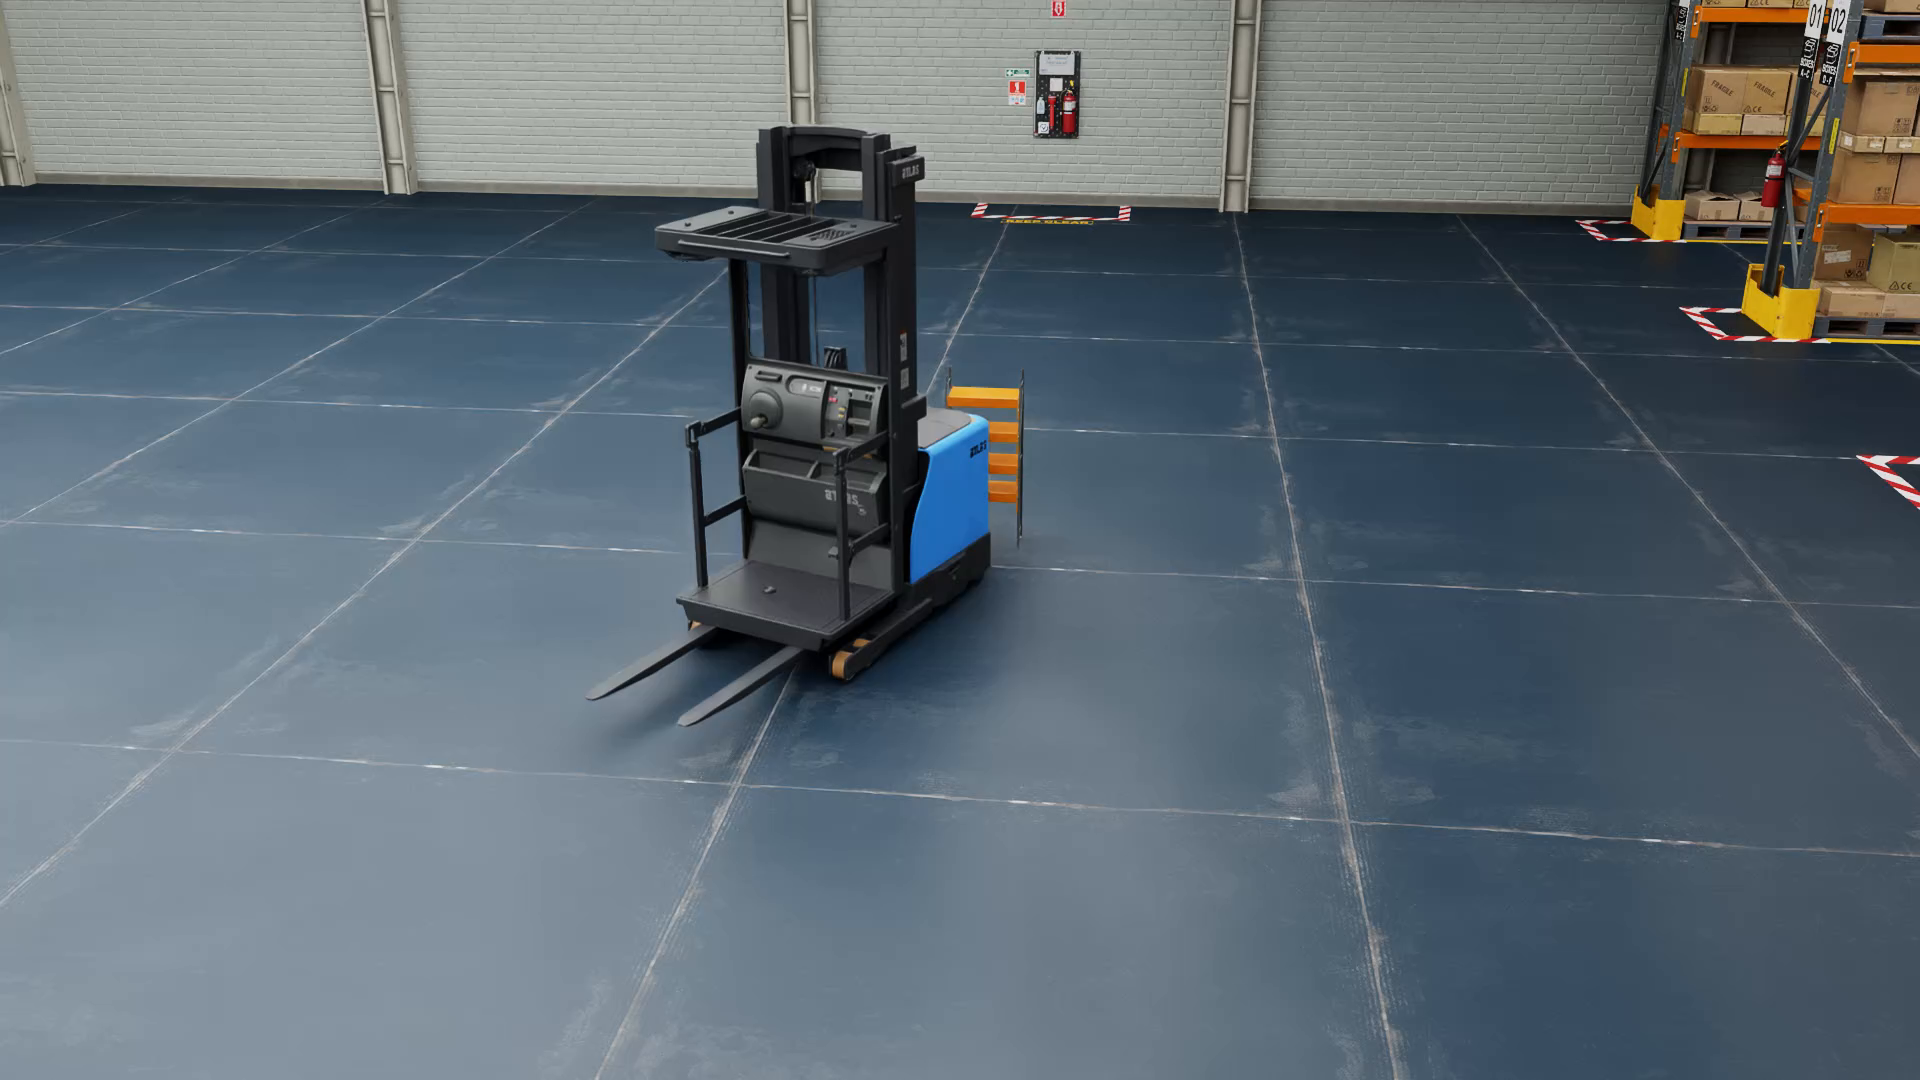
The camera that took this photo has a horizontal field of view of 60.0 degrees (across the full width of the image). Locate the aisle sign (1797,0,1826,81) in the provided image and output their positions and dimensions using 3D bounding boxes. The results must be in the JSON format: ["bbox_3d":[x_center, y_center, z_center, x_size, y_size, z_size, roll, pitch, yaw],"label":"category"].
[{"bbox_3d":[8.324,-4.913,16.250,0.004,0.787,0.394,2,22,6],"label":"aisle sign"}]

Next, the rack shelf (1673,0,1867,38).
[{"bbox_3d":[10.920,-6.376,20.387,4.000,0.370,1.077,2,22,6],"label":"rack shelf"}]

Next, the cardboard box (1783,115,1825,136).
[{"bbox_3d":[10.404,-5.163,20.597,0.500,0.250,0.500,2,22,5],"label":"cardboard box"}]

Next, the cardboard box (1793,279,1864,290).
[{"bbox_3d":[8.922,-2.595,17.092,0.500,0.250,0.500,2,22,6],"label":"cardboard box"}]

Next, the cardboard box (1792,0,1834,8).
[{"bbox_3d":[10.282,-6.690,20.039,0.500,0.500,0.500,4,22,9],"label":"cardboard box"}]

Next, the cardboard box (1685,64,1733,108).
[{"bbox_3d":[9.427,-5.748,21.056,0.500,0.500,0.500,2,22,6],"label":"cardboard box"}]

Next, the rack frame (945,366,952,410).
[{"bbox_3d":[-0.078,-0.561,11.228,0.015,1.200,0.240,2,22,6],"label":"rack frame"}]

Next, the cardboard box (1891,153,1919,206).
[{"bbox_3d":[9.339,-3.594,16.315,0.500,0.500,0.700,3,22,8],"label":"cardboard box"}]

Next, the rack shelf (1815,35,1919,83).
[{"bbox_3d":[10.341,-4.567,15.812,4.000,0.370,1.077,2,22,6],"label":"rack shelf"}]

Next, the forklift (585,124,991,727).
[{"bbox_3d":[-0.953,-0.756,9.366,1.130,2.935,3.031,11,24,27],"label":"forklift"}]

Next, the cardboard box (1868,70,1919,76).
[{"bbox_3d":[11.405,-5.470,20.354,0.500,0.500,0.500,2,22,5],"label":"cardboard box"}]

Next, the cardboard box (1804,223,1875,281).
[{"bbox_3d":[8.923,-2.944,16.956,0.500,0.500,0.500,2,22,6],"label":"cardboard box"}]

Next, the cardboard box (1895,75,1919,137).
[{"bbox_3d":[9.393,-4.195,16.072,0.500,0.500,0.700,2,22,5],"label":"cardboard box"}]

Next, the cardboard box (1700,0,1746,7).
[{"bbox_3d":[9.237,-6.747,20.184,0.500,0.500,0.500,3,22,8],"label":"cardboard box"}]

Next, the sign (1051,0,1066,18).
[{"bbox_3d":[1.327,-7.183,22.376,0.199,0.298,0.001,2,22,6],"label":"sign"}]

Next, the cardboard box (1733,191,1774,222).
[{"bbox_3d":[10.177,-4.269,21.217,0.500,0.311,0.500,4,22,11],"label":"cardboard box"}]

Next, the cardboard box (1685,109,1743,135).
[{"bbox_3d":[9.381,-5.205,20.702,0.500,0.250,0.500,2,22,5],"label":"cardboard box"}]

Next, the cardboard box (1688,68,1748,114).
[{"bbox_3d":[9.373,-5.560,20.581,0.500,0.500,0.500,3,22,6],"label":"cardboard box"}]

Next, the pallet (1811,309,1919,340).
[{"bbox_3d":[9.119,-2.279,16.917,1.213,0.211,1.003,2,22,6],"label":"pallet"}]

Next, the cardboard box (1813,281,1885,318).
[{"bbox_3d":[8.861,-2.406,16.614,0.500,0.250,0.500,2,22,6],"label":"cardboard box"}]

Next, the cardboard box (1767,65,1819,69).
[{"bbox_3d":[10.440,-5.702,20.939,0.500,0.500,0.500,2,22,5],"label":"cardboard box"}]

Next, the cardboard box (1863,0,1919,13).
[{"bbox_3d":[8.925,-5.271,15.710,0.637,0.503,0.797,4,22,10],"label":"cardboard box"}]

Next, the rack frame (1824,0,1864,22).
[{"bbox_3d":[8.355,-6.383,15.347,0.127,3.000,1.000,2,22,6],"label":"rack frame"}]

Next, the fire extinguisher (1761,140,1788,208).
[{"bbox_3d":[8.292,-3.732,16.906,0.183,0.674,0.296,2,22,6],"label":"fire extinguisher"}]

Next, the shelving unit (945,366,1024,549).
[{"bbox_3d":[0.164,-0.551,11.201,0.503,1.200,0.258,2,22,6],"label":"shelving unit"}]

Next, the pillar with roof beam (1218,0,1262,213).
[{"bbox_3d":[3.266,-7.166,17.325,0.400,9.000,9.100,2,22,6],"label":"pillar with roof beam"}]

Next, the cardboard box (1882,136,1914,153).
[{"bbox_3d":[8.982,-3.836,16.044,0.250,0.149,0.380,2,22,5],"label":"cardboard box"}]

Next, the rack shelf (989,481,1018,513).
[{"bbox_3d":[0.164,-0.304,11.299,0.480,0.148,0.258,2,22,6],"label":"rack shelf"}]

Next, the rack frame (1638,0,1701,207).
[{"bbox_3d":[8.934,-5.402,21.025,0.127,3.000,1.000,2,22,6],"label":"rack frame"}]

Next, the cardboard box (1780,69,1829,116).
[{"bbox_3d":[10.375,-5.511,20.455,0.500,0.500,0.500,2,22,5],"label":"cardboard box"}]

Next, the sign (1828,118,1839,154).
[{"bbox_3d":[8.284,-3.831,15.764,0.005,0.325,0.100,2,22,6],"label":"sign"}]

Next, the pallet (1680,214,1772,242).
[{"bbox_3d":[9.812,-4.054,21.408,1.213,0.211,1.003,2,22,6],"label":"pallet"}]

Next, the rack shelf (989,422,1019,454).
[{"bbox_3d":[0.164,-0.696,11.144,0.480,0.148,0.258,2,22,6],"label":"rack shelf"}]

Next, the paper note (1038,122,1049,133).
[{"bbox_3d":[1.156,-5.692,22.954,0.142,0.148,0.016,2,22,6],"label":"paper note"}]

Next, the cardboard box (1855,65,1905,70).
[{"bbox_3d":[11.457,-5.662,20.837,0.500,0.500,0.500,3,22,8],"label":"cardboard box"}]

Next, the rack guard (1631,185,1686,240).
[{"bbox_3d":[9.010,-4.237,21.476,0.348,0.500,1.175,2,22,6],"label":"rack guard"}]

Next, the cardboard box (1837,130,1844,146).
[{"bbox_3d":[8.757,-3.995,16.446,0.250,0.149,0.380,2,22,5],"label":"cardboard box"}]

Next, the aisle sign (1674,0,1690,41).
[{"bbox_3d":[8.827,-6.505,20.278,0.004,0.787,0.394,2,22,6],"label":"aisle sign"}]

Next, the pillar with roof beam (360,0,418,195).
[{"bbox_3d":[-8.650,-7.685,18.638,0.400,9.000,9.100,2,22,6],"label":"pillar with roof beam"}]
